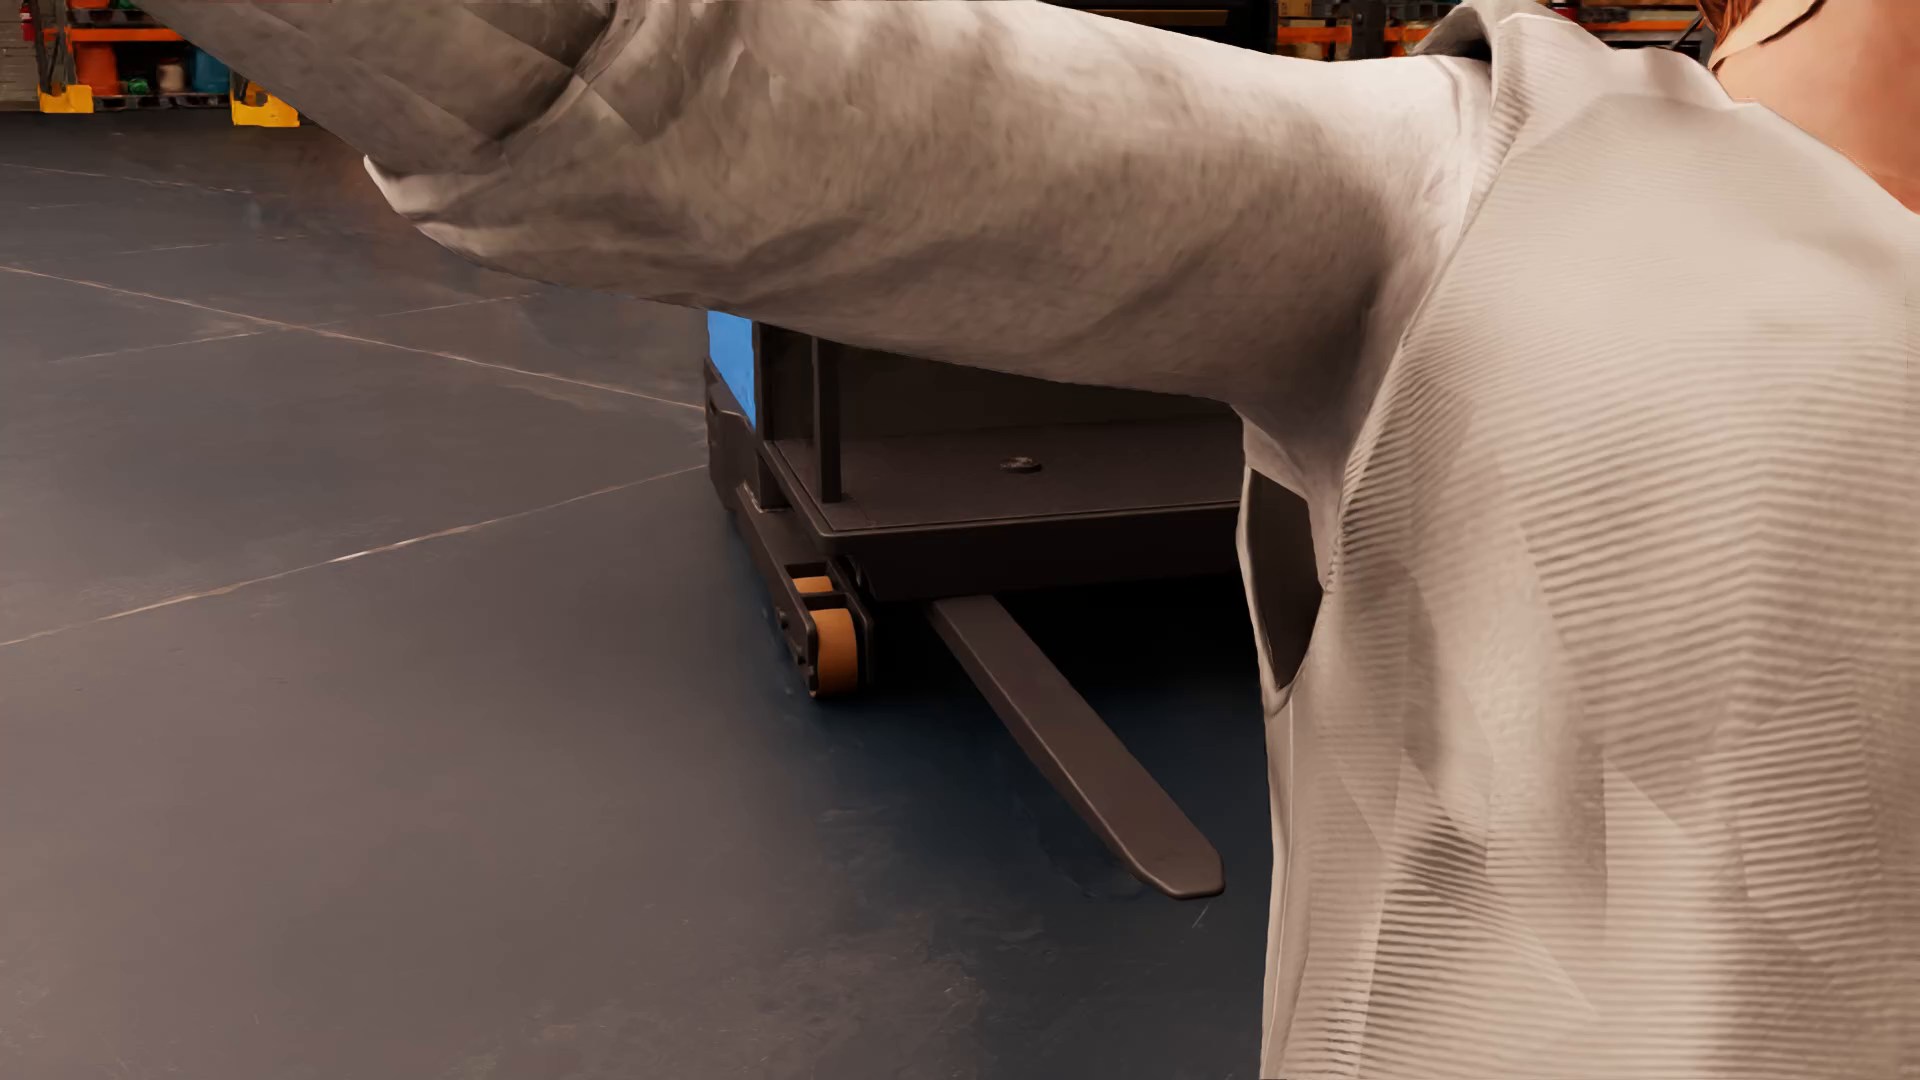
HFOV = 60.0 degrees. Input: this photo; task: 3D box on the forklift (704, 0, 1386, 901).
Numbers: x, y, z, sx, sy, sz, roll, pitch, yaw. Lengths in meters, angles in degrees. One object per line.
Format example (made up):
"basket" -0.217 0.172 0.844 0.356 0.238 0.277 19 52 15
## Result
"forklift" 0.177 -1.240 2.981 1.130 2.935 3.031 -4 17 -14
